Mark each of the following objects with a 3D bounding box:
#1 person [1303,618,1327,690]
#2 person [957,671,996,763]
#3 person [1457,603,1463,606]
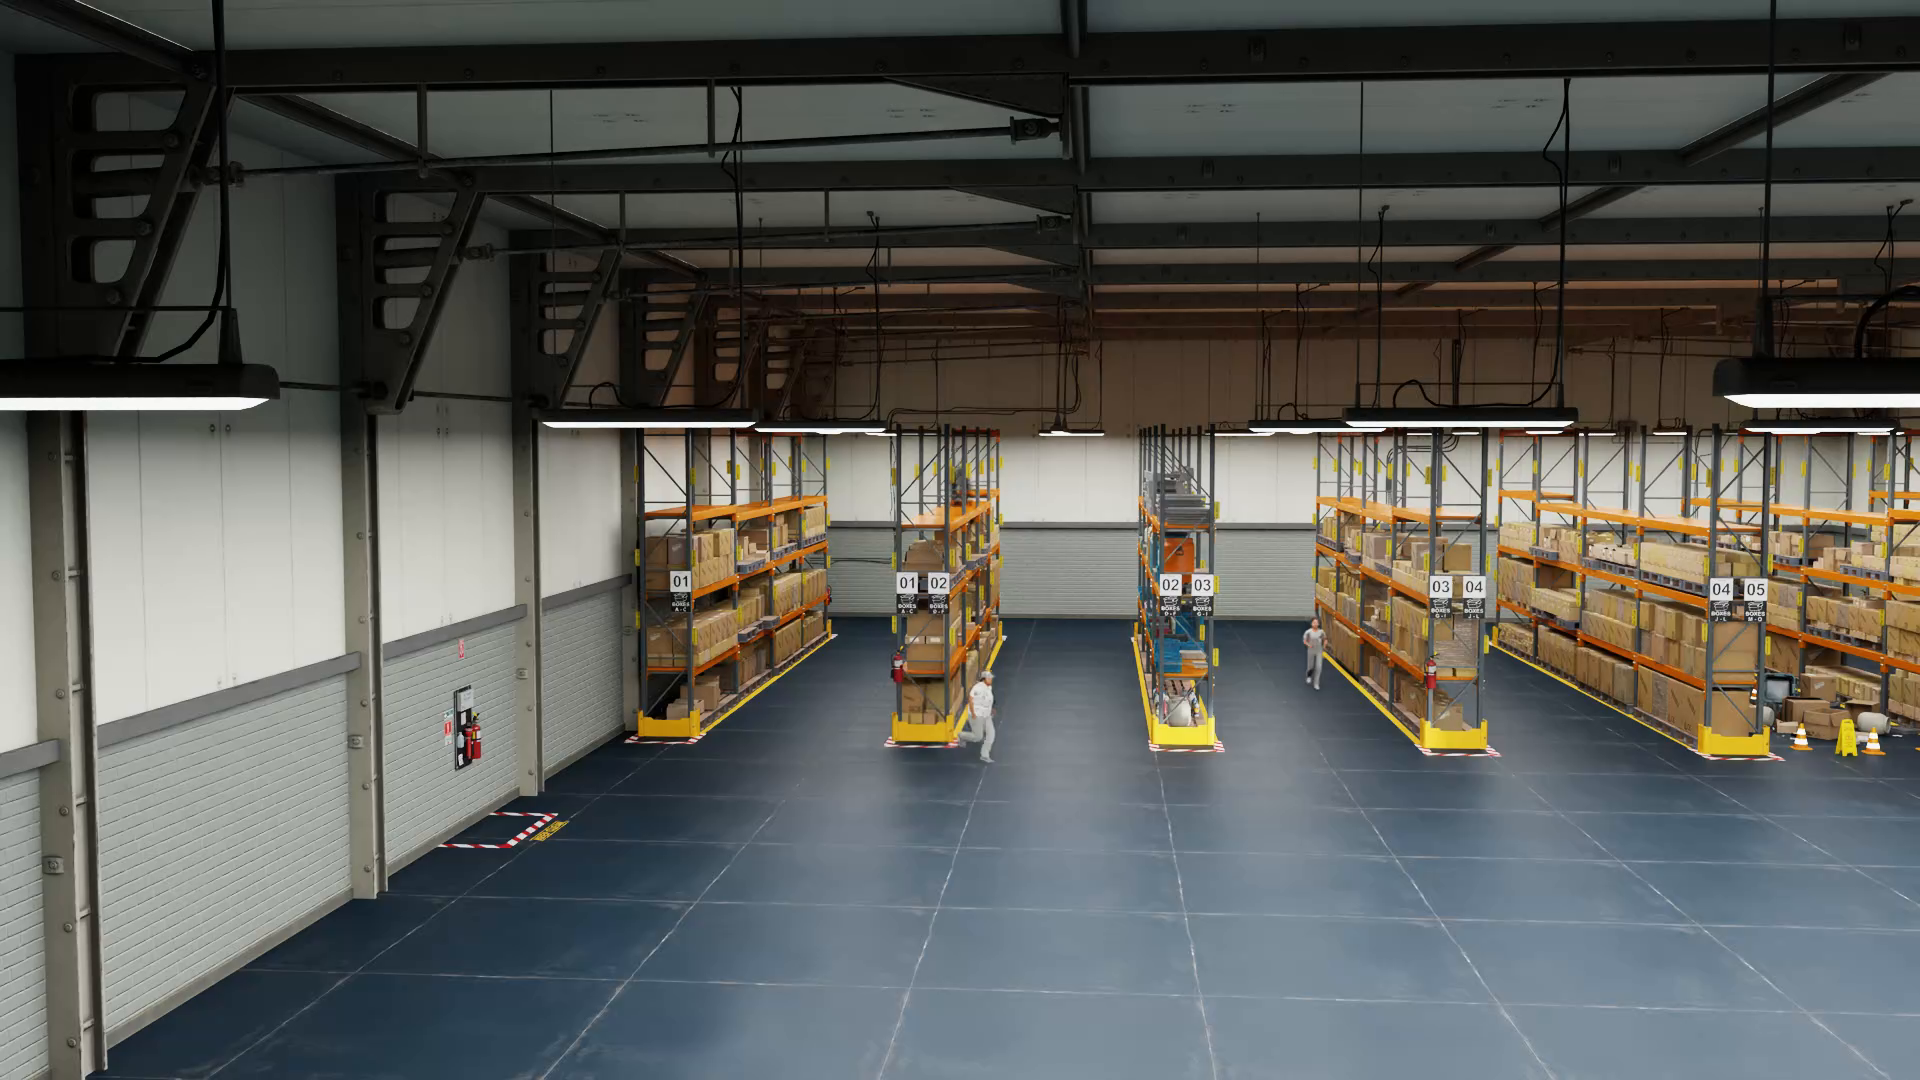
[{"bbox_3d":[8.142,2.588,38.102,0.574,1.628,0.758,0,3,2],"label":"person"},{"bbox_3d":[0.313,3.138,29.617,0.750,1.647,0.624,2,4,34],"label":"person"},{"bbox_3d":[13.739,2.136,45.694,0.621,1.662,0.512,1,4,13],"label":"person"}]
